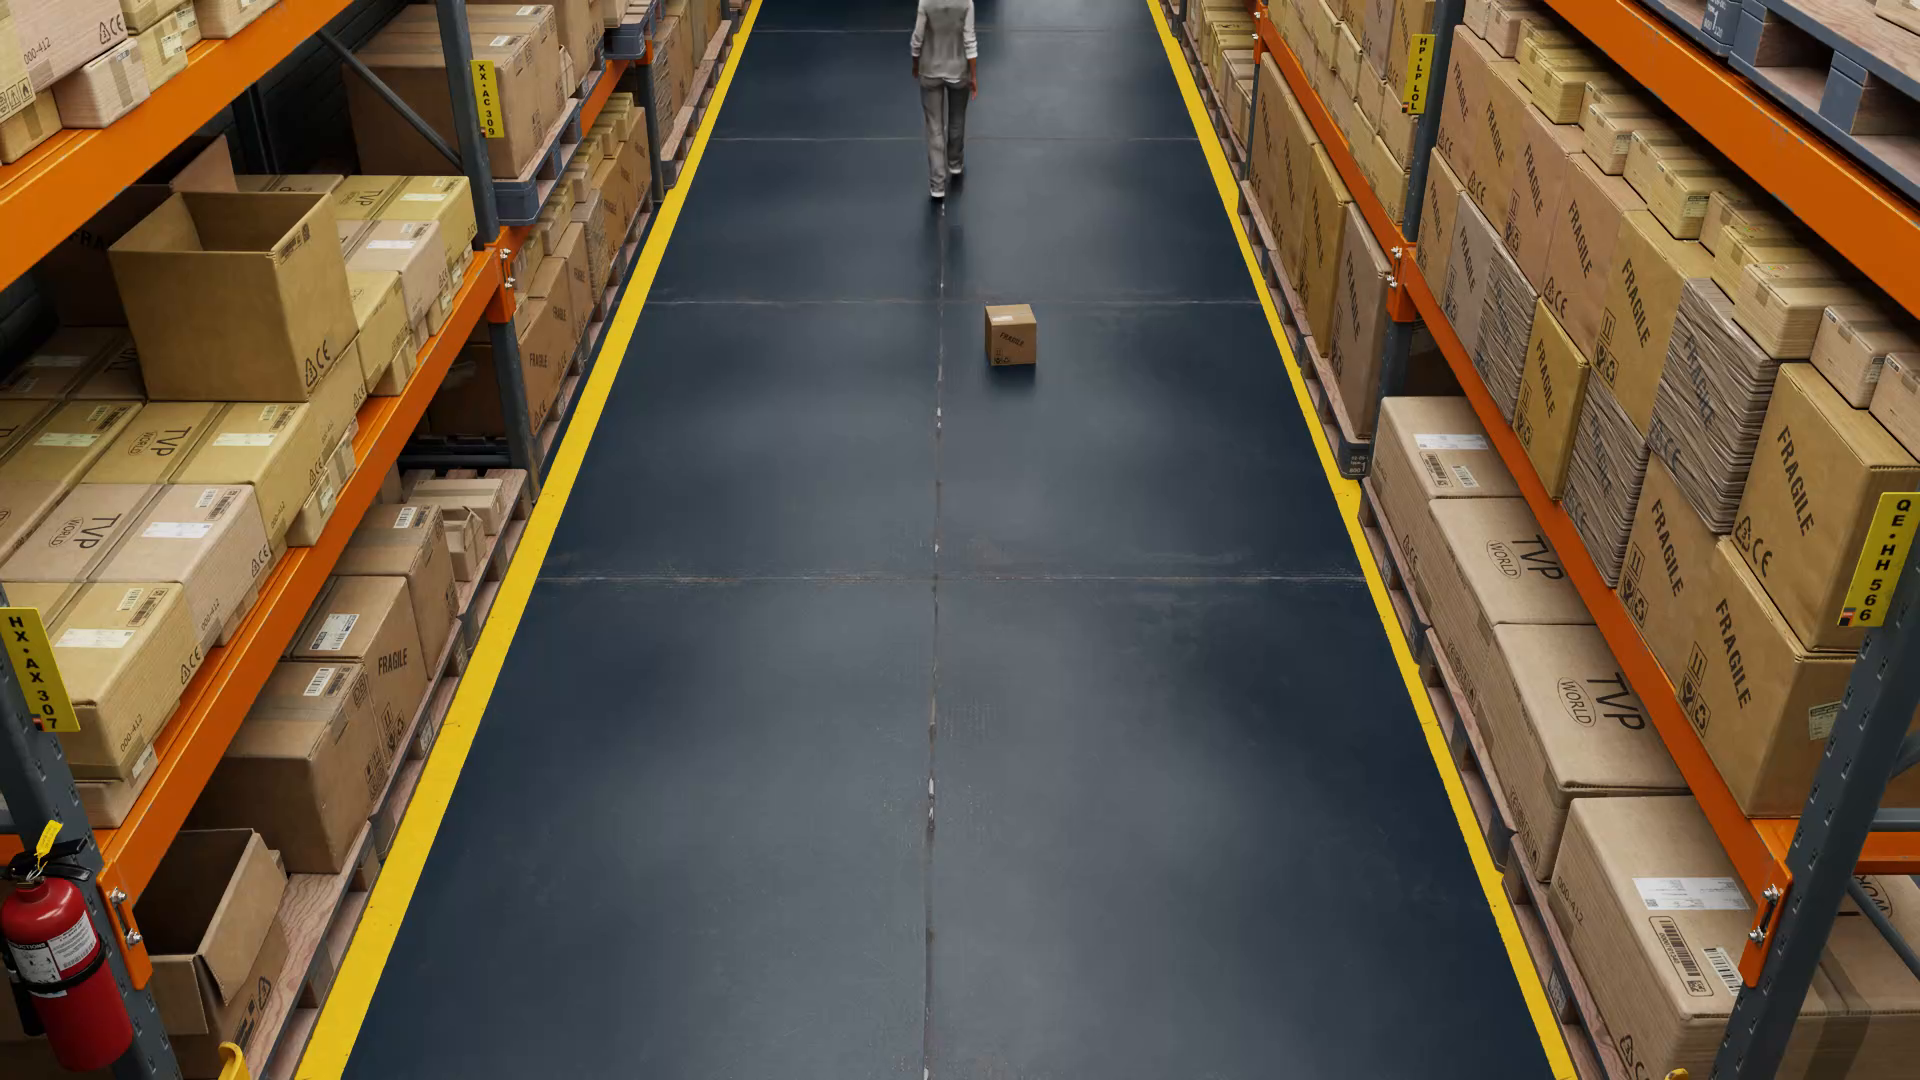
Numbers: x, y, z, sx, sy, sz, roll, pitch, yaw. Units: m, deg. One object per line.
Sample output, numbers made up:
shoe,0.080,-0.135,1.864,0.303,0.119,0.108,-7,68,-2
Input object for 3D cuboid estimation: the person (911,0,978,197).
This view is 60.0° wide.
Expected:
person,-0.115,-3.159,11.195,0.438,1.564,0.816,-3,32,-4
